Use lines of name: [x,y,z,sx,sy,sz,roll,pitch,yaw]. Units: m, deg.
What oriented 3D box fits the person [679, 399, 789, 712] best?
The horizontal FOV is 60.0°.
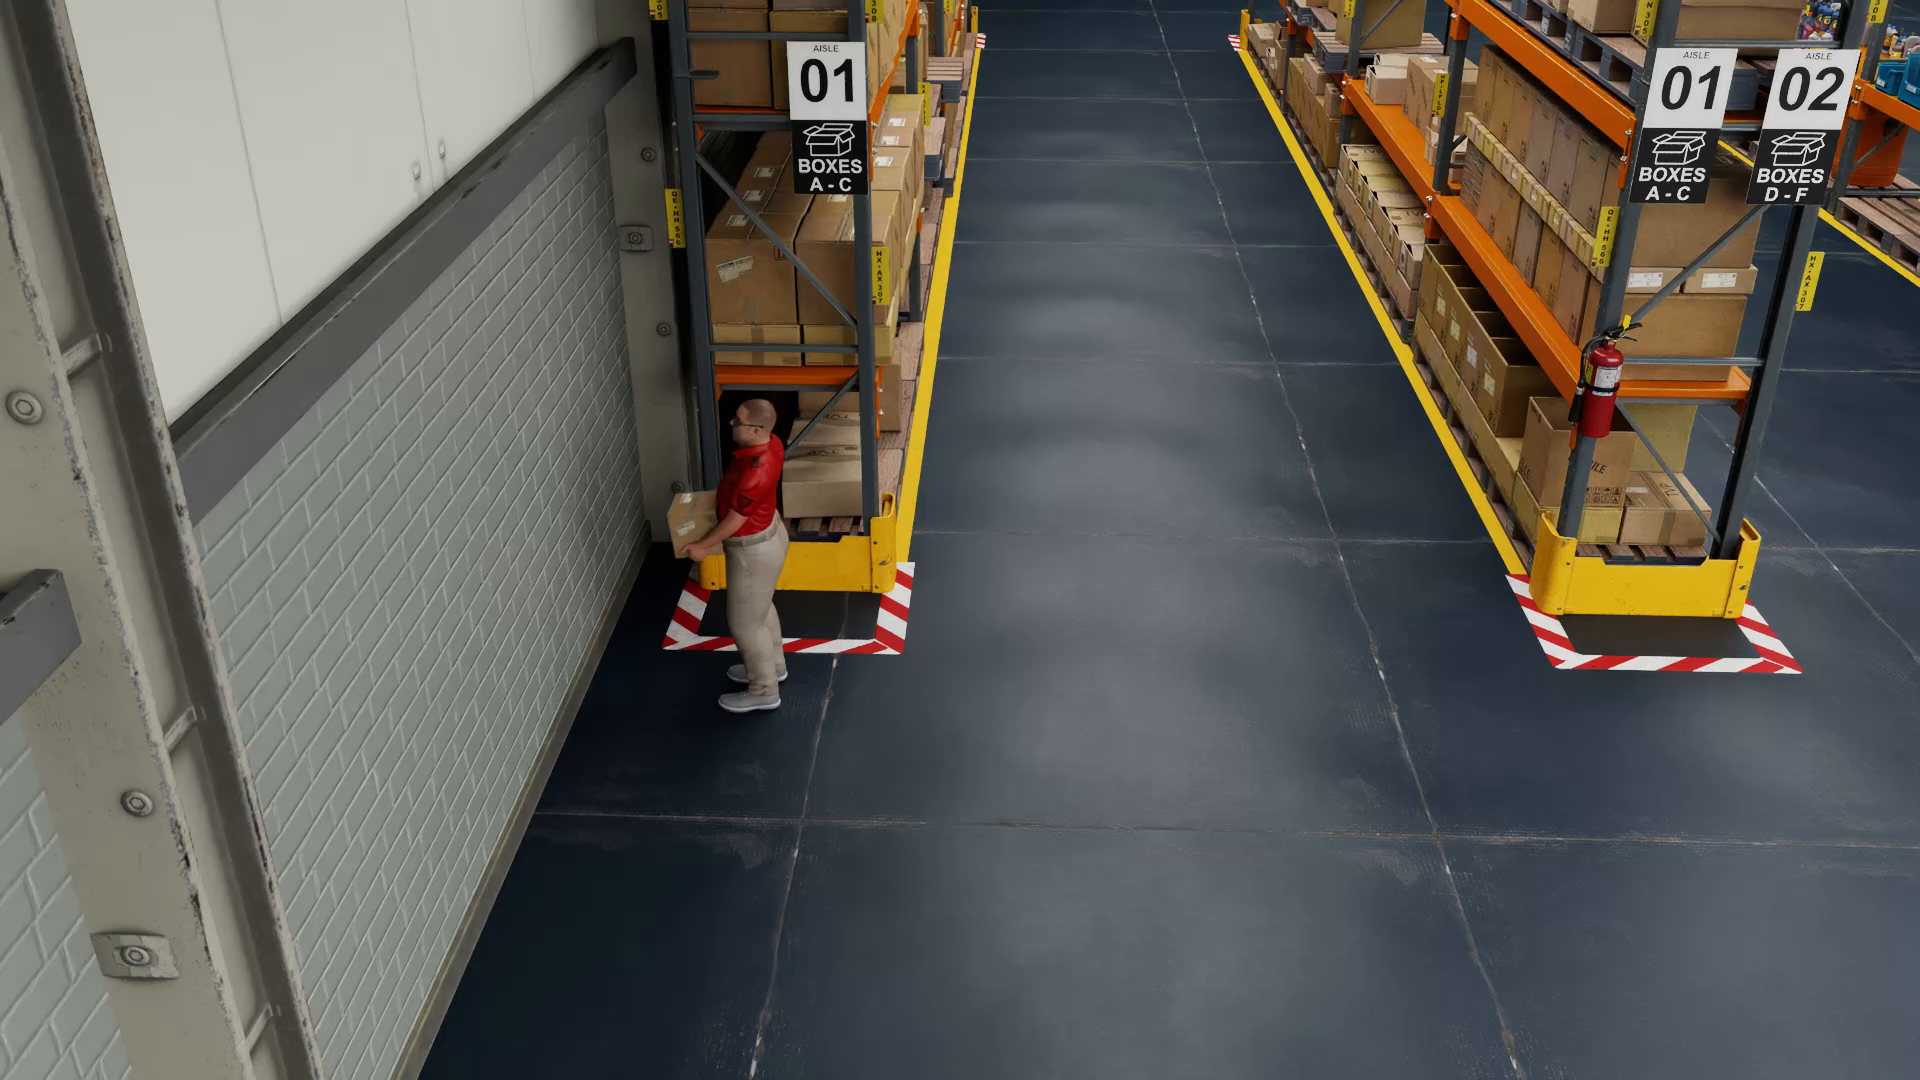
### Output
person: [-1.151,0.067,8.521,0.530,1.715,0.495,1,28,2]
